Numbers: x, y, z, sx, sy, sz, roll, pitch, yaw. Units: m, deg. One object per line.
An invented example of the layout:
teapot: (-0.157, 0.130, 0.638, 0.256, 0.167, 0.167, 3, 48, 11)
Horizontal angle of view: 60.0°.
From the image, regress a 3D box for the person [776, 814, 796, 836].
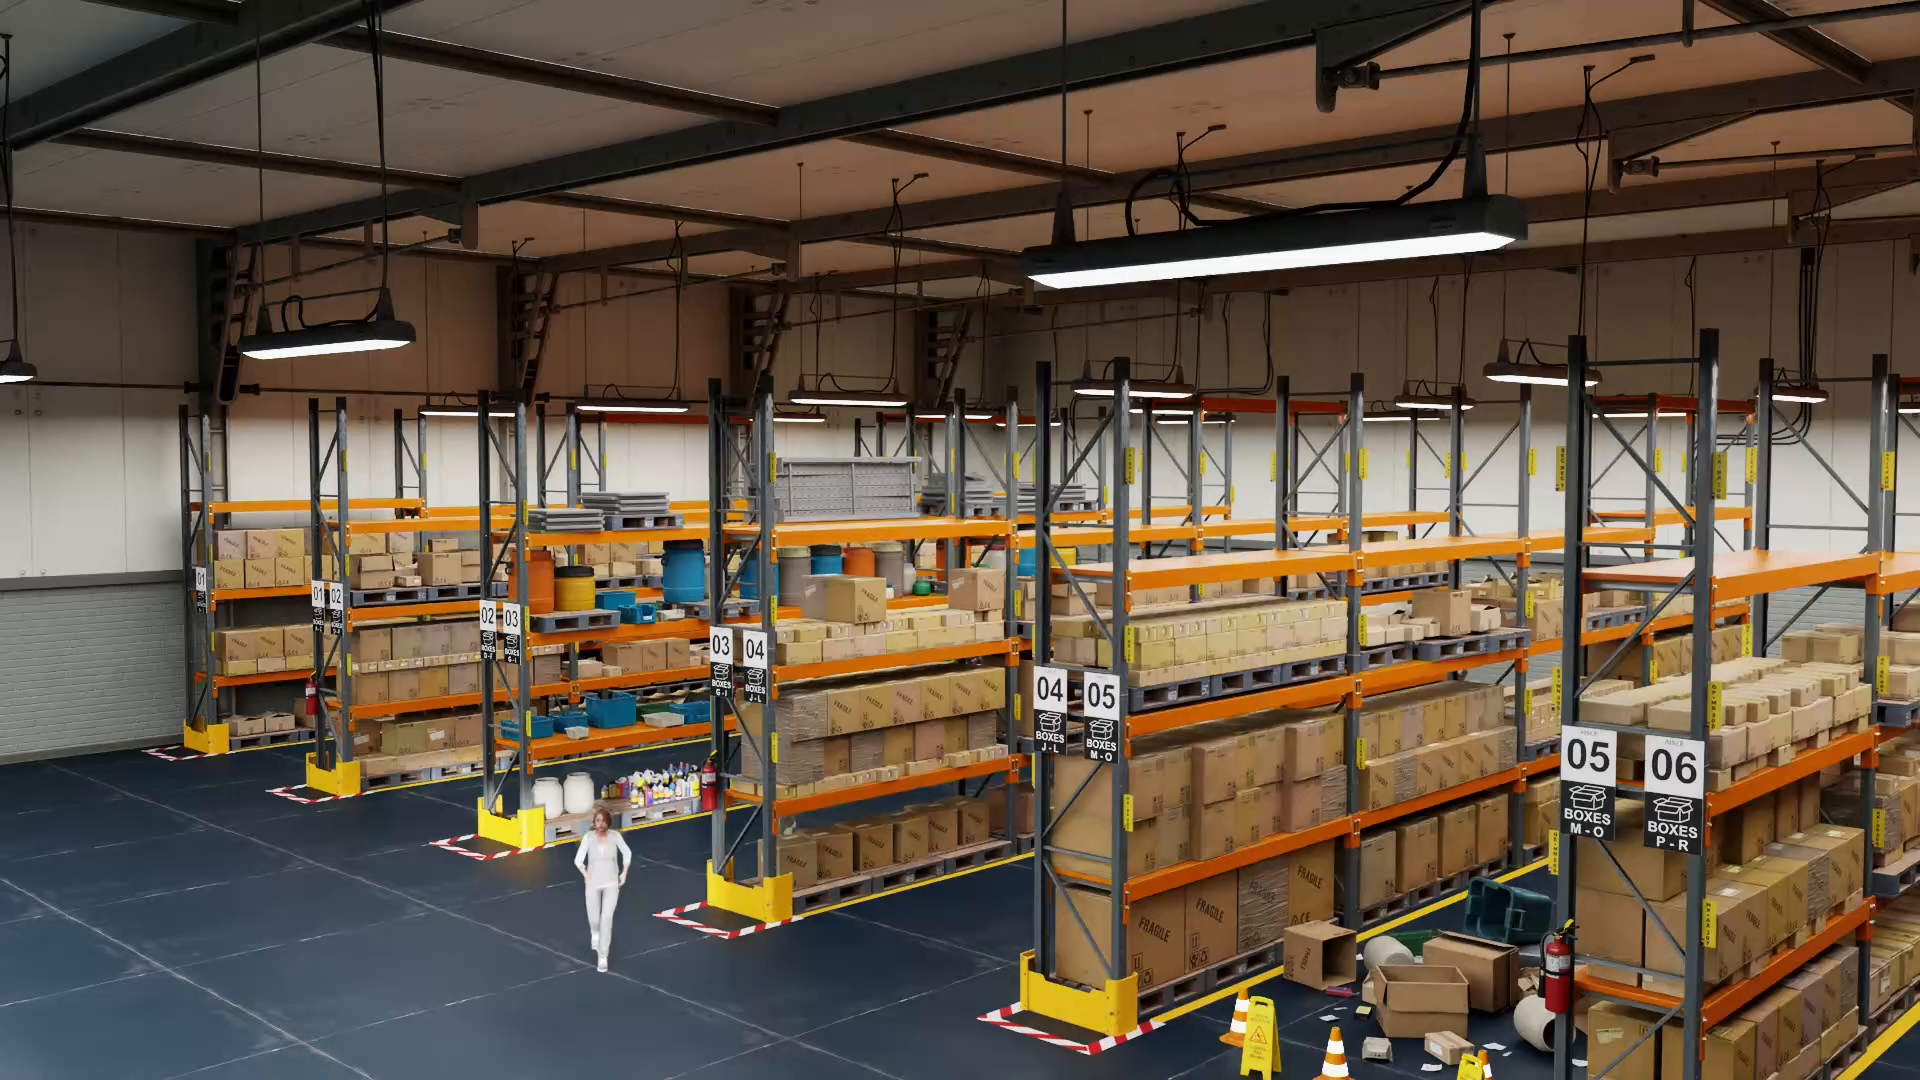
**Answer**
person: (-2.357, 3.151, 21.828, 0.559, 1.686, 0.884, 1, 3, 23)

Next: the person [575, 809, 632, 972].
person: (-3.603, 3.497, 16.825, 0.566, 1.593, 0.669, 0, 3, -9)

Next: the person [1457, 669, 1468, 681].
person: (8.118, 2.901, 27.145, 0.588, 1.661, 0.749, 2, 4, 39)
